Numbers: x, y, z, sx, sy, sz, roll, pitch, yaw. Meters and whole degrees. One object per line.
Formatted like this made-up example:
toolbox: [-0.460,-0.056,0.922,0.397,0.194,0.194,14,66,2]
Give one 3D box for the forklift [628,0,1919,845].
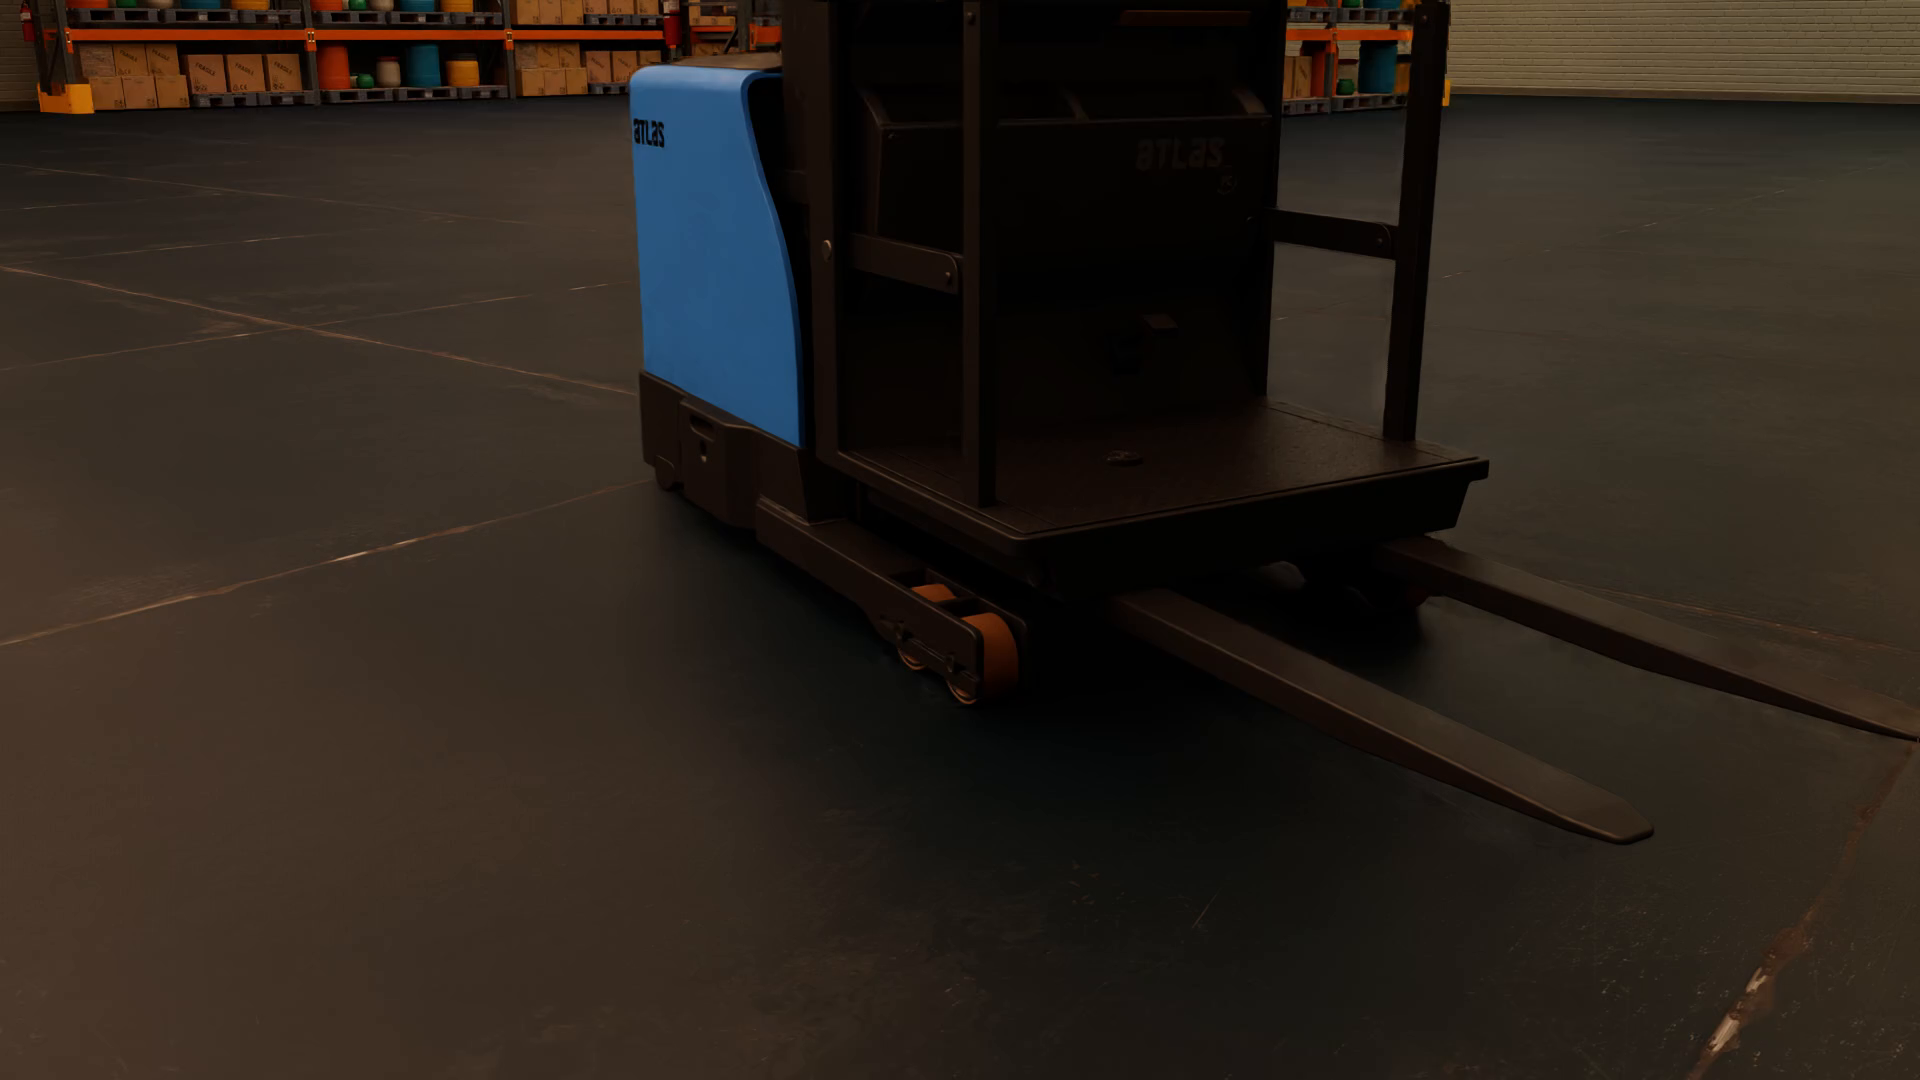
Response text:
forklift: [0.329,-1.258,3.041,1.130,2.935,3.031,-9,19,-28]
